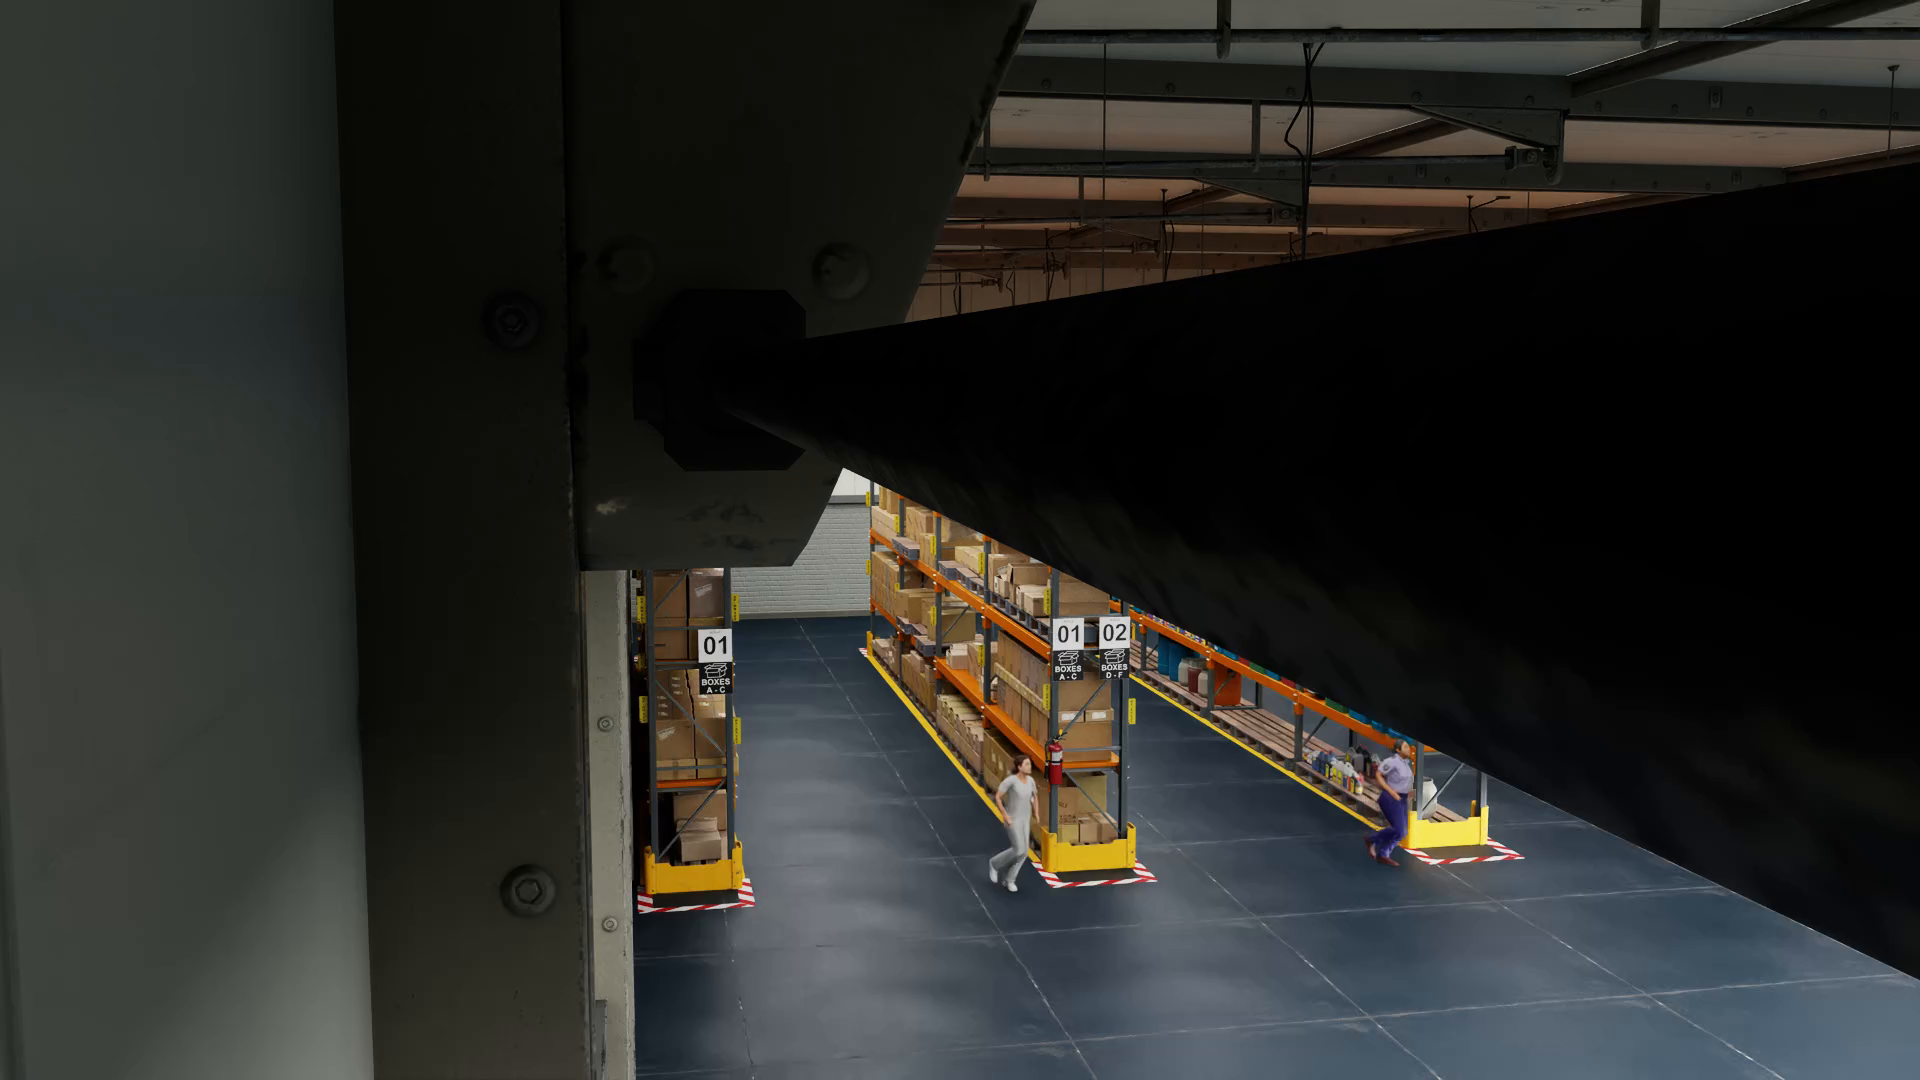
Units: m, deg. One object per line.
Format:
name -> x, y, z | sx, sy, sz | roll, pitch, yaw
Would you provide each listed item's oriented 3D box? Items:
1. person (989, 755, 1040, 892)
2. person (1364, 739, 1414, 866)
person -> 0.704, 3.415, 20.268 | 0.606, 1.624, 0.537 | -5, 8, -42
person -> 5.559, 3.337, 21.263 | 0.484, 1.597, 0.628 | 5, 8, 38
